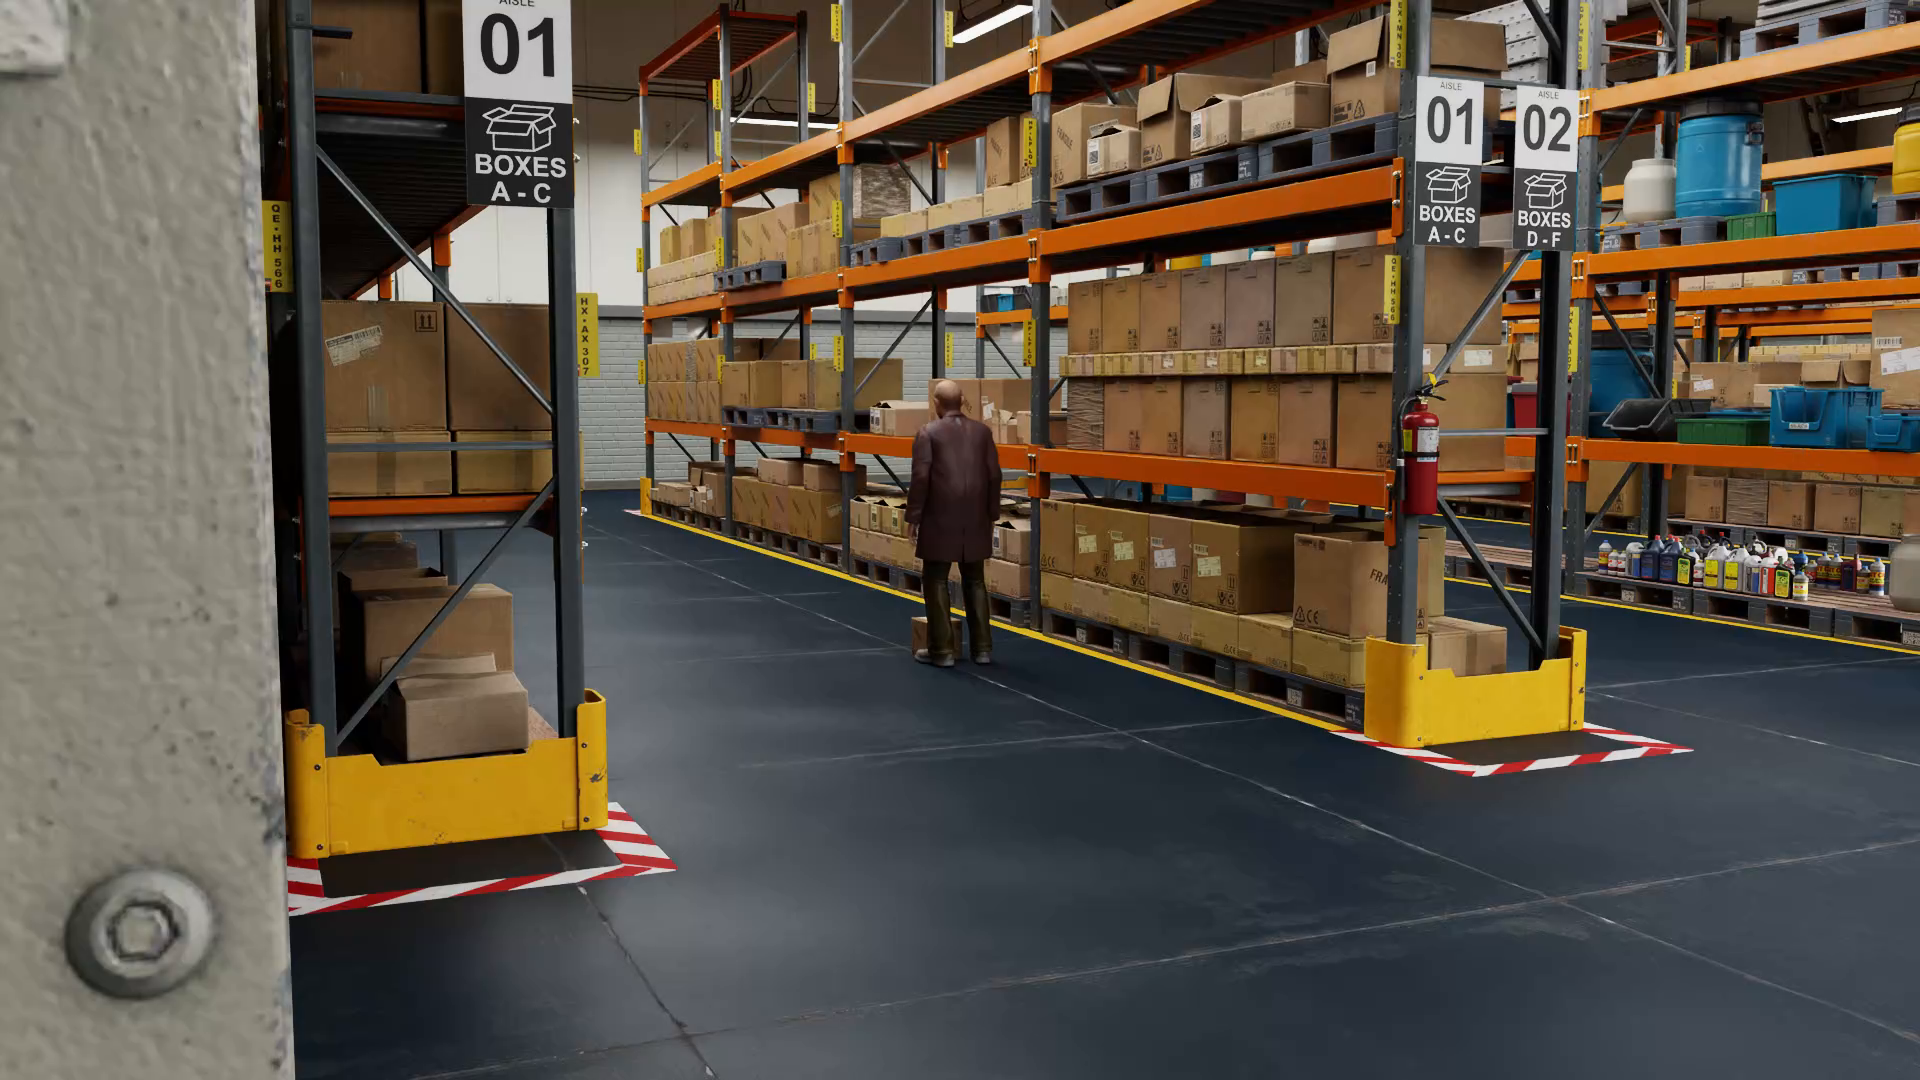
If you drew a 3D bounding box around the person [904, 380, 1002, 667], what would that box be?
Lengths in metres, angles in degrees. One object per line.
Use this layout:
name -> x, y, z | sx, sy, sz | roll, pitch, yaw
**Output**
person -> -0.041, -0.109, 10.397 | 0.643, 1.774, 0.423 | -2, 6, -23
